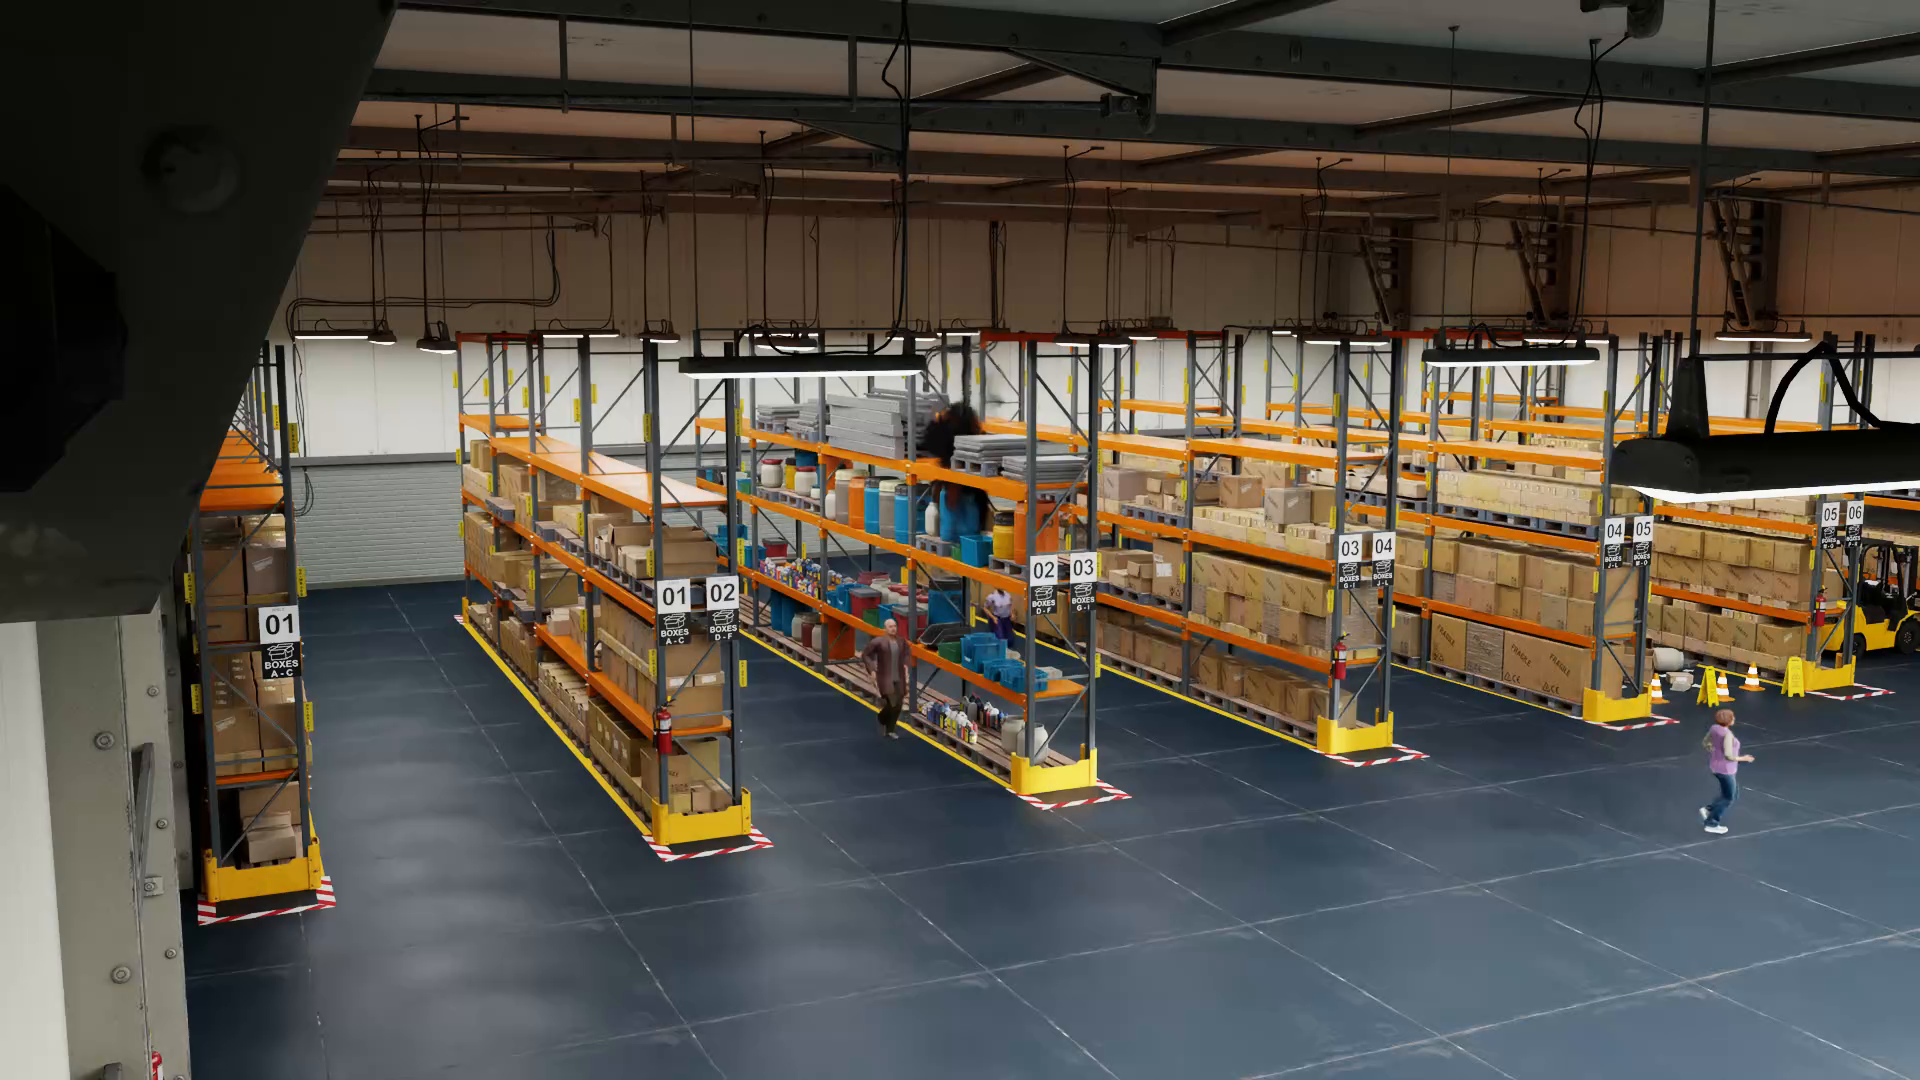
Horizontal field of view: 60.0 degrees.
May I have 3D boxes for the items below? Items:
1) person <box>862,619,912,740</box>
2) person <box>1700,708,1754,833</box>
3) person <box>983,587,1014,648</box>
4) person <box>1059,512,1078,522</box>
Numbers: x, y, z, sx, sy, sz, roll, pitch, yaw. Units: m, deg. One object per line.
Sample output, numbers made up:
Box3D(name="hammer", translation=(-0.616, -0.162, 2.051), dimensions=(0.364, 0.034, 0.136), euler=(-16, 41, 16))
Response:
Box3D(name="person", translation=(-0.967, 1.996, 23.657), dimensions=(0.704, 1.744, 0.599), euler=(-4, 9, -29))
Box3D(name="person", translation=(9.392, 2.828, 20.356), dimensions=(0.536, 1.543, 0.524), euler=(1, 8, 4))
Box3D(name="person", translation=(0.706, 1.499, 30.077), dimensions=(0.594, 1.590, 0.556), euler=(-4, 9, -29))
Box3D(name="person", translation=(2.646, -0.025, 40.931), dimensions=(0.708, 1.789, 0.704), euler=(6, 10, 39))
